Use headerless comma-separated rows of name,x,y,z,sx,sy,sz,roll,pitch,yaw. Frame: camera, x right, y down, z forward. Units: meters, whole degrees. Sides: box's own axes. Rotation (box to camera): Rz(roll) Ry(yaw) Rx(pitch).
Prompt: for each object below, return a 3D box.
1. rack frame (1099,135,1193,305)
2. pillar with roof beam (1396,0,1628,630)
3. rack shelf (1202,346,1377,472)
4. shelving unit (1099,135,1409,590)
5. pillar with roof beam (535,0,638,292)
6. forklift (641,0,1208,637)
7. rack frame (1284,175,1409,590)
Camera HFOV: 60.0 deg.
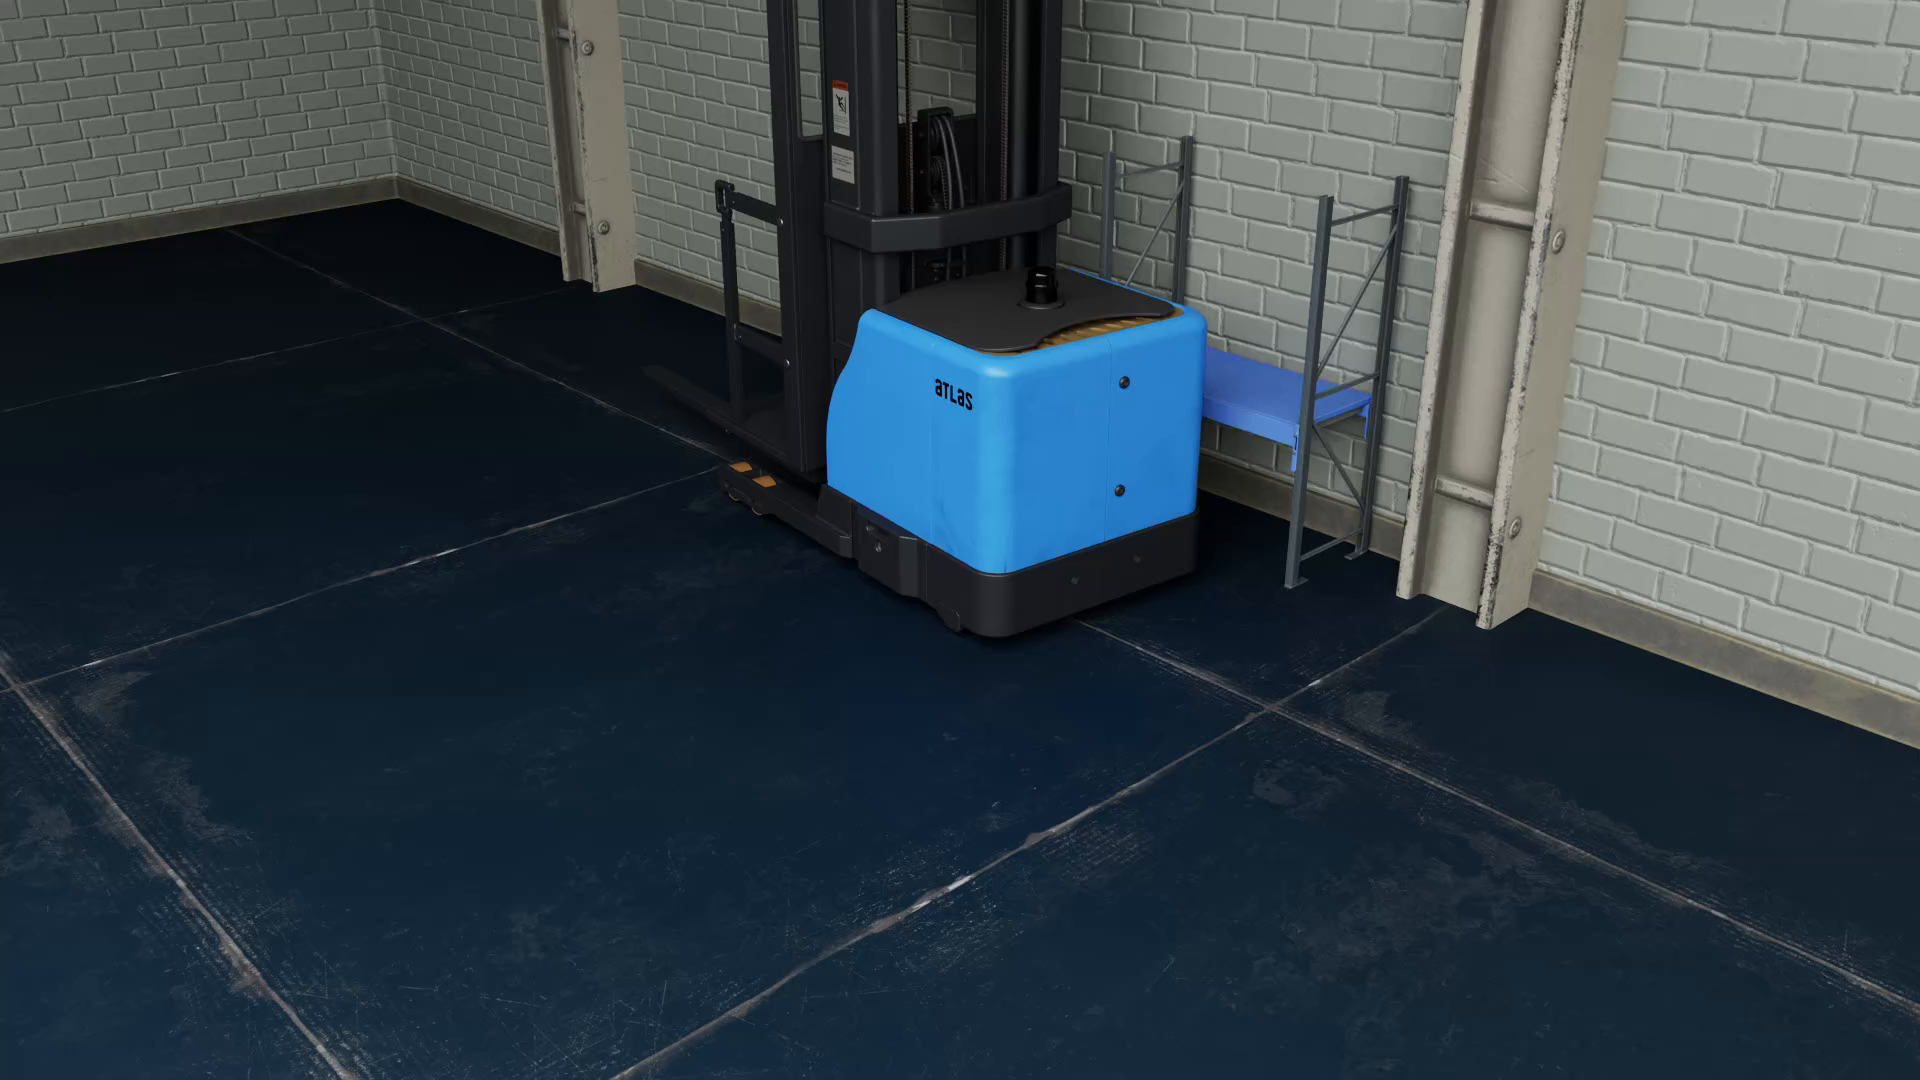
rack frame,0.746,-0.879,6.870,0.500,1.500,0.032,-21,32,-38
pillar with roof beam,-1.249,-2.649,1.715,9.100,9.000,0.400,-21,32,-38
rack shelf,1.090,-0.560,6.604,0.538,0.185,1.000,-21,32,-38
shelving unit,1.090,-0.724,6.529,0.538,1.500,1.048,-21,32,-38
pillar with roof beam,-5.350,-4.467,5.700,9.100,9.000,0.400,-21,32,-38
forklift,-0.375,-1.543,6.601,1.130,2.935,3.031,-17,30,-33
rack frame,1.433,-0.568,6.188,0.500,1.500,0.032,-21,32,-38
